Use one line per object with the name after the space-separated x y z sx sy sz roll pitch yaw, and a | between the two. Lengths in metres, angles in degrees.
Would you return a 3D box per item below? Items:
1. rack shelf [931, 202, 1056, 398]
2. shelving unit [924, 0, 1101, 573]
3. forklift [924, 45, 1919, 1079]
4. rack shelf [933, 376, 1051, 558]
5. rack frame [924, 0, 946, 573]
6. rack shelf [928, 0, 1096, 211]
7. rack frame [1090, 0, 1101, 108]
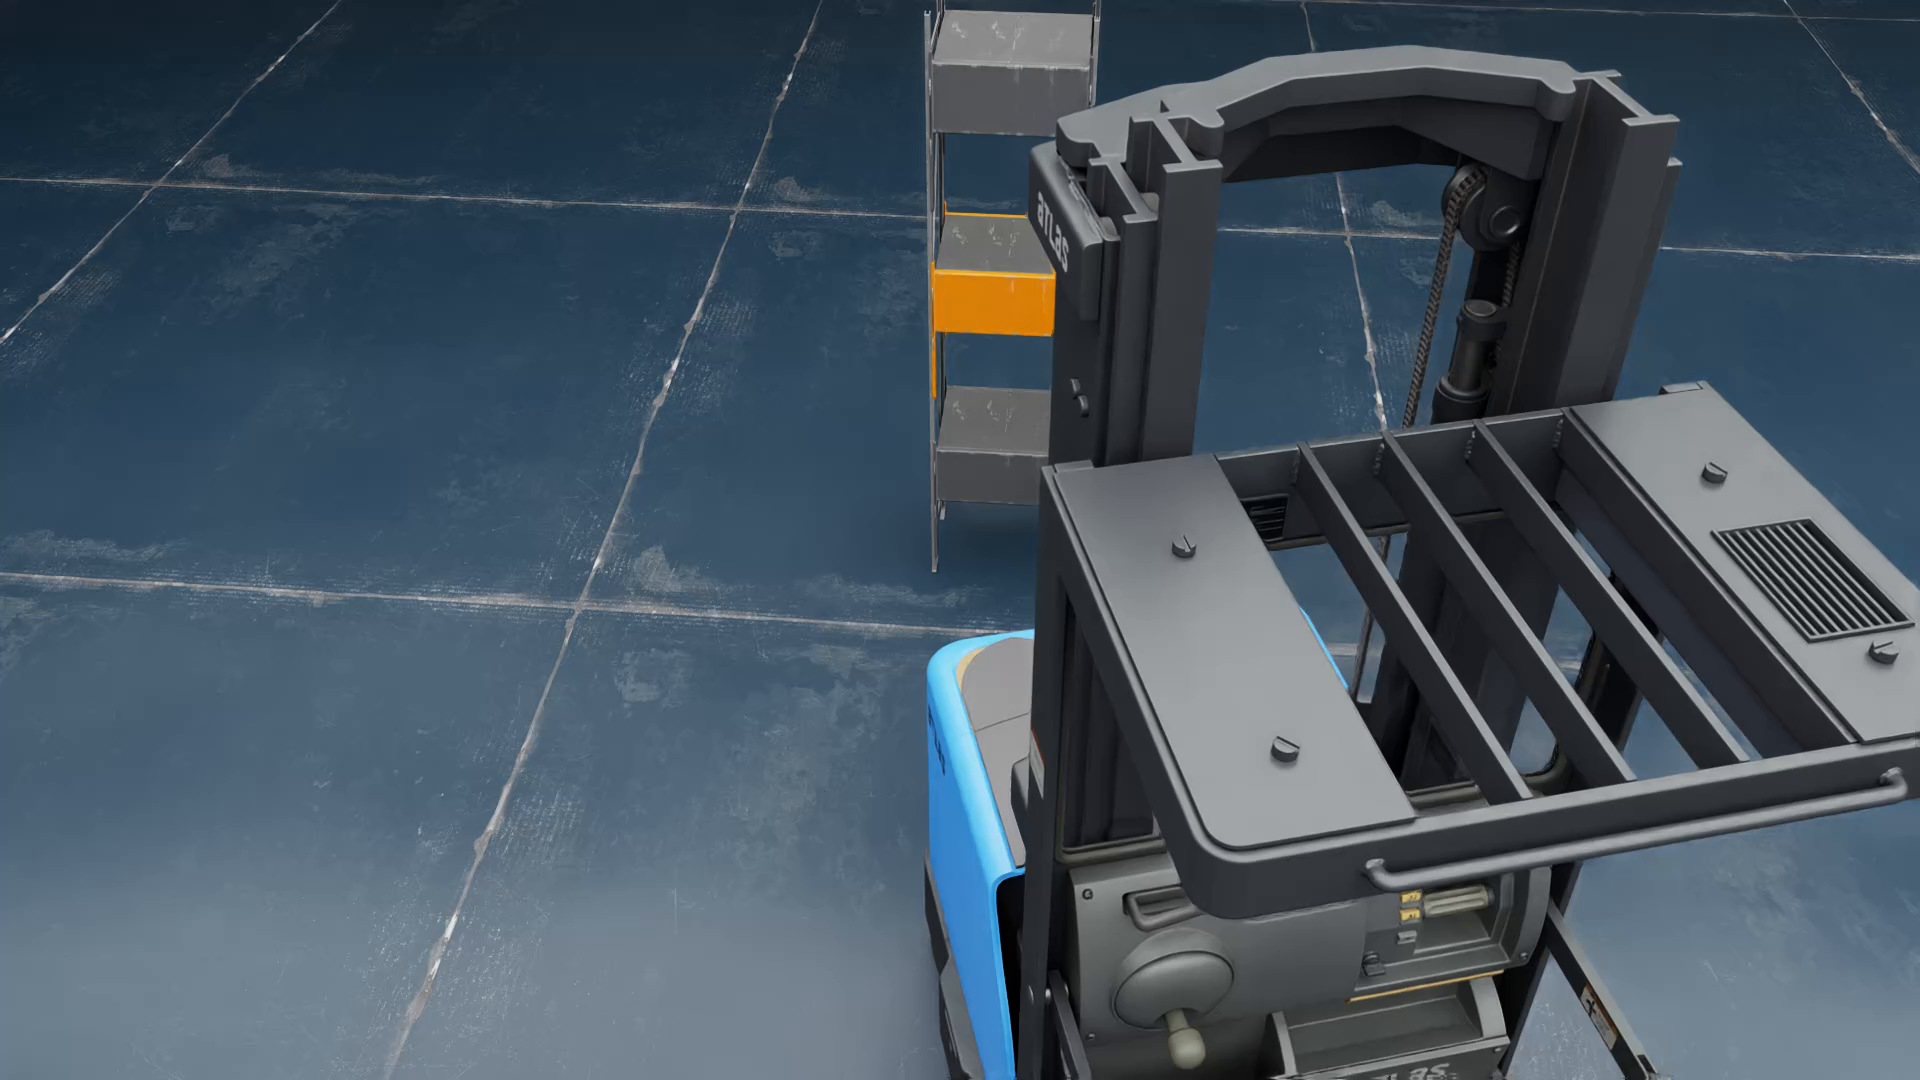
0.165 -0.795 5.585 0.480 0.518 0.431 3 39 4 | rack shelf
0.165 -0.805 5.576 0.503 2.100 0.431 3 39 4 | shelving unit
0.711 0.804 2.940 1.130 2.935 3.031 -8 40 -9 | forklift
0.165 -0.252 6.027 0.480 0.518 0.431 3 39 4 | rack shelf
-0.078 -0.819 5.592 0.015 2.100 0.400 3 39 4 | rack frame
0.165 -1.338 5.143 0.480 0.518 0.431 3 39 4 | rack shelf
0.408 -0.792 5.560 0.015 2.100 0.400 3 39 4 | rack frame
